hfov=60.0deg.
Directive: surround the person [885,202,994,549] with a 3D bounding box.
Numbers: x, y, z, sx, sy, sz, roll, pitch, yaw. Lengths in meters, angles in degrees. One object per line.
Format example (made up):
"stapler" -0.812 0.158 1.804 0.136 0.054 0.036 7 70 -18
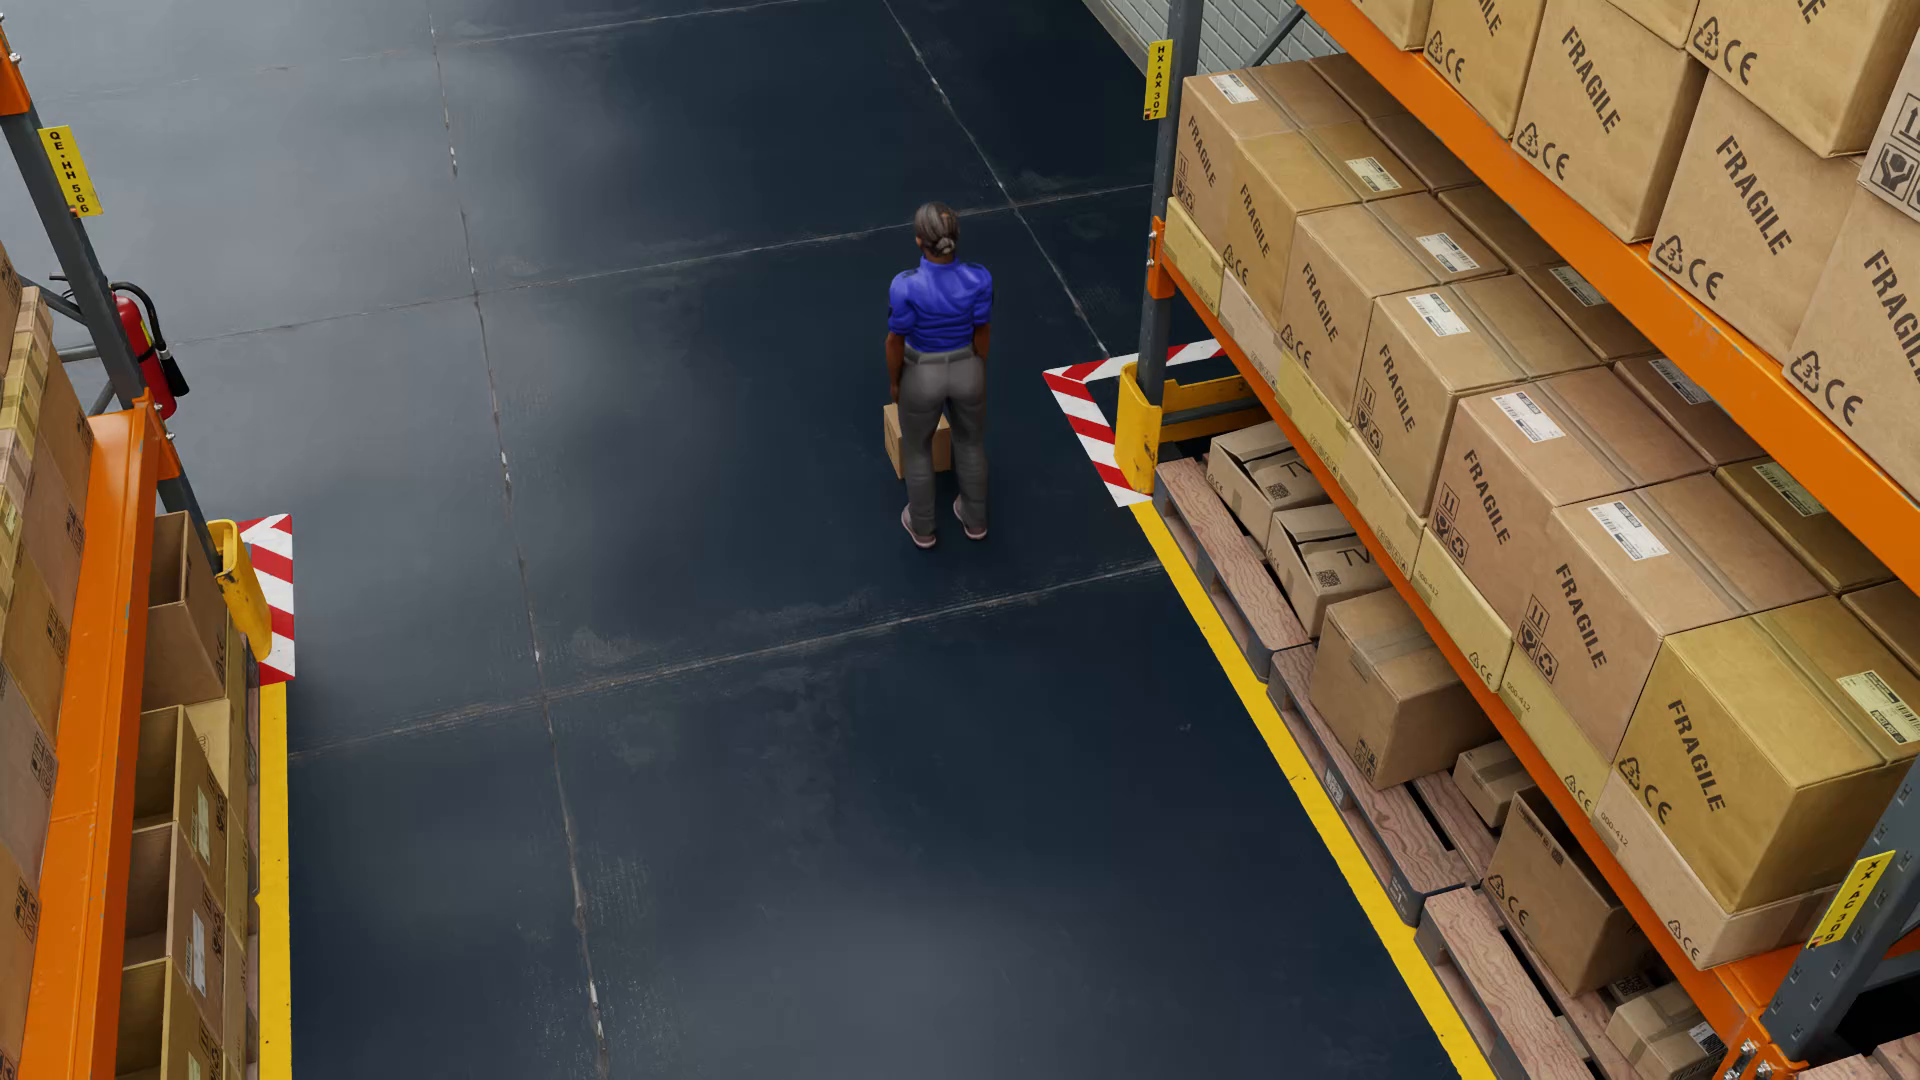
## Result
"person" -0.090 -0.668 6.900 0.438 1.655 0.301 -9 43 -10
